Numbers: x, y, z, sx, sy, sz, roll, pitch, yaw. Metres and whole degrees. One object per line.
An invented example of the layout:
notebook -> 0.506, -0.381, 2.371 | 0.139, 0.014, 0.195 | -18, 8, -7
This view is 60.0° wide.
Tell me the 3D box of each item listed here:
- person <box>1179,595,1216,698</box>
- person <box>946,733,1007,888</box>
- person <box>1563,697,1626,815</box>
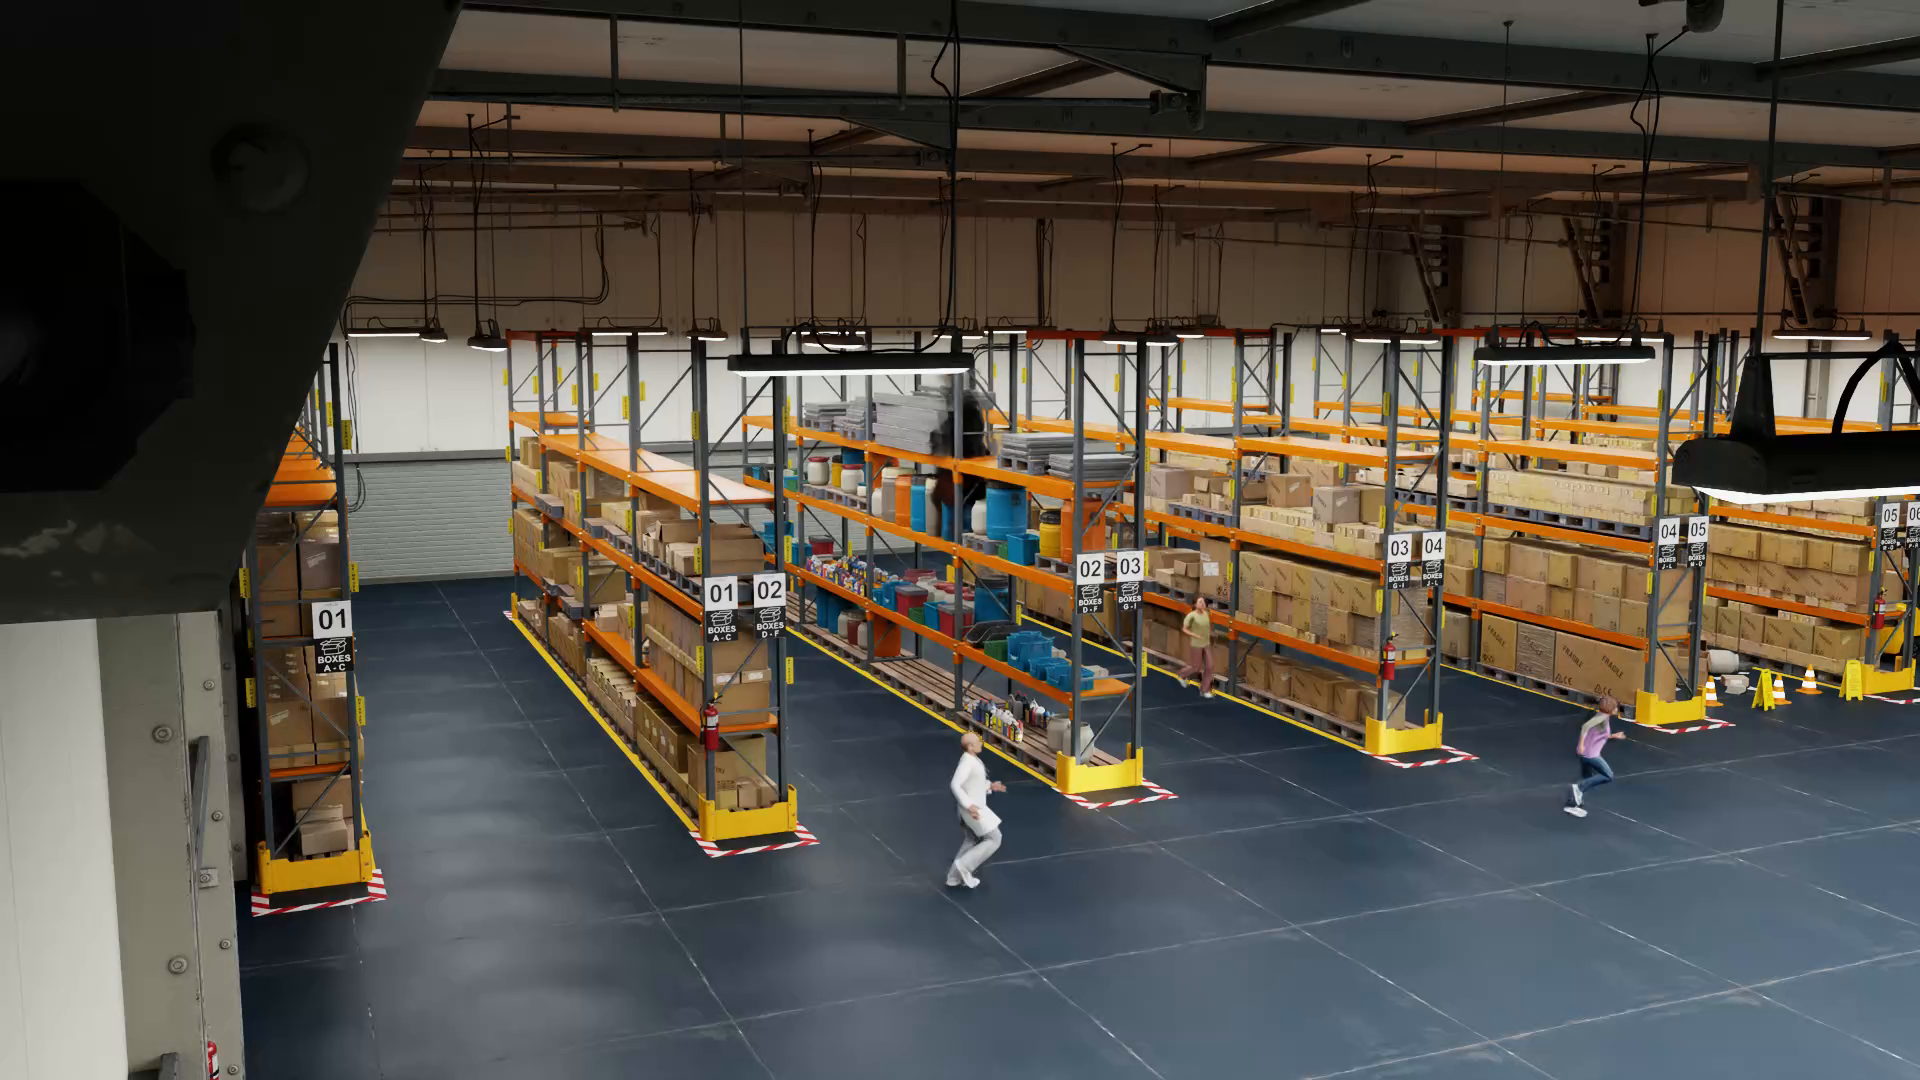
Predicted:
person -> 3.824, 1.686, 26.631 | 0.588, 1.628, 0.758 | -4, 9, -28
person -> 0.186, 2.978, 18.318 | 0.678, 1.741, 0.692 | -1, 8, -5
person -> 8.025, 2.734, 20.997 | 0.715, 1.525, 0.525 | 2, 8, 12
